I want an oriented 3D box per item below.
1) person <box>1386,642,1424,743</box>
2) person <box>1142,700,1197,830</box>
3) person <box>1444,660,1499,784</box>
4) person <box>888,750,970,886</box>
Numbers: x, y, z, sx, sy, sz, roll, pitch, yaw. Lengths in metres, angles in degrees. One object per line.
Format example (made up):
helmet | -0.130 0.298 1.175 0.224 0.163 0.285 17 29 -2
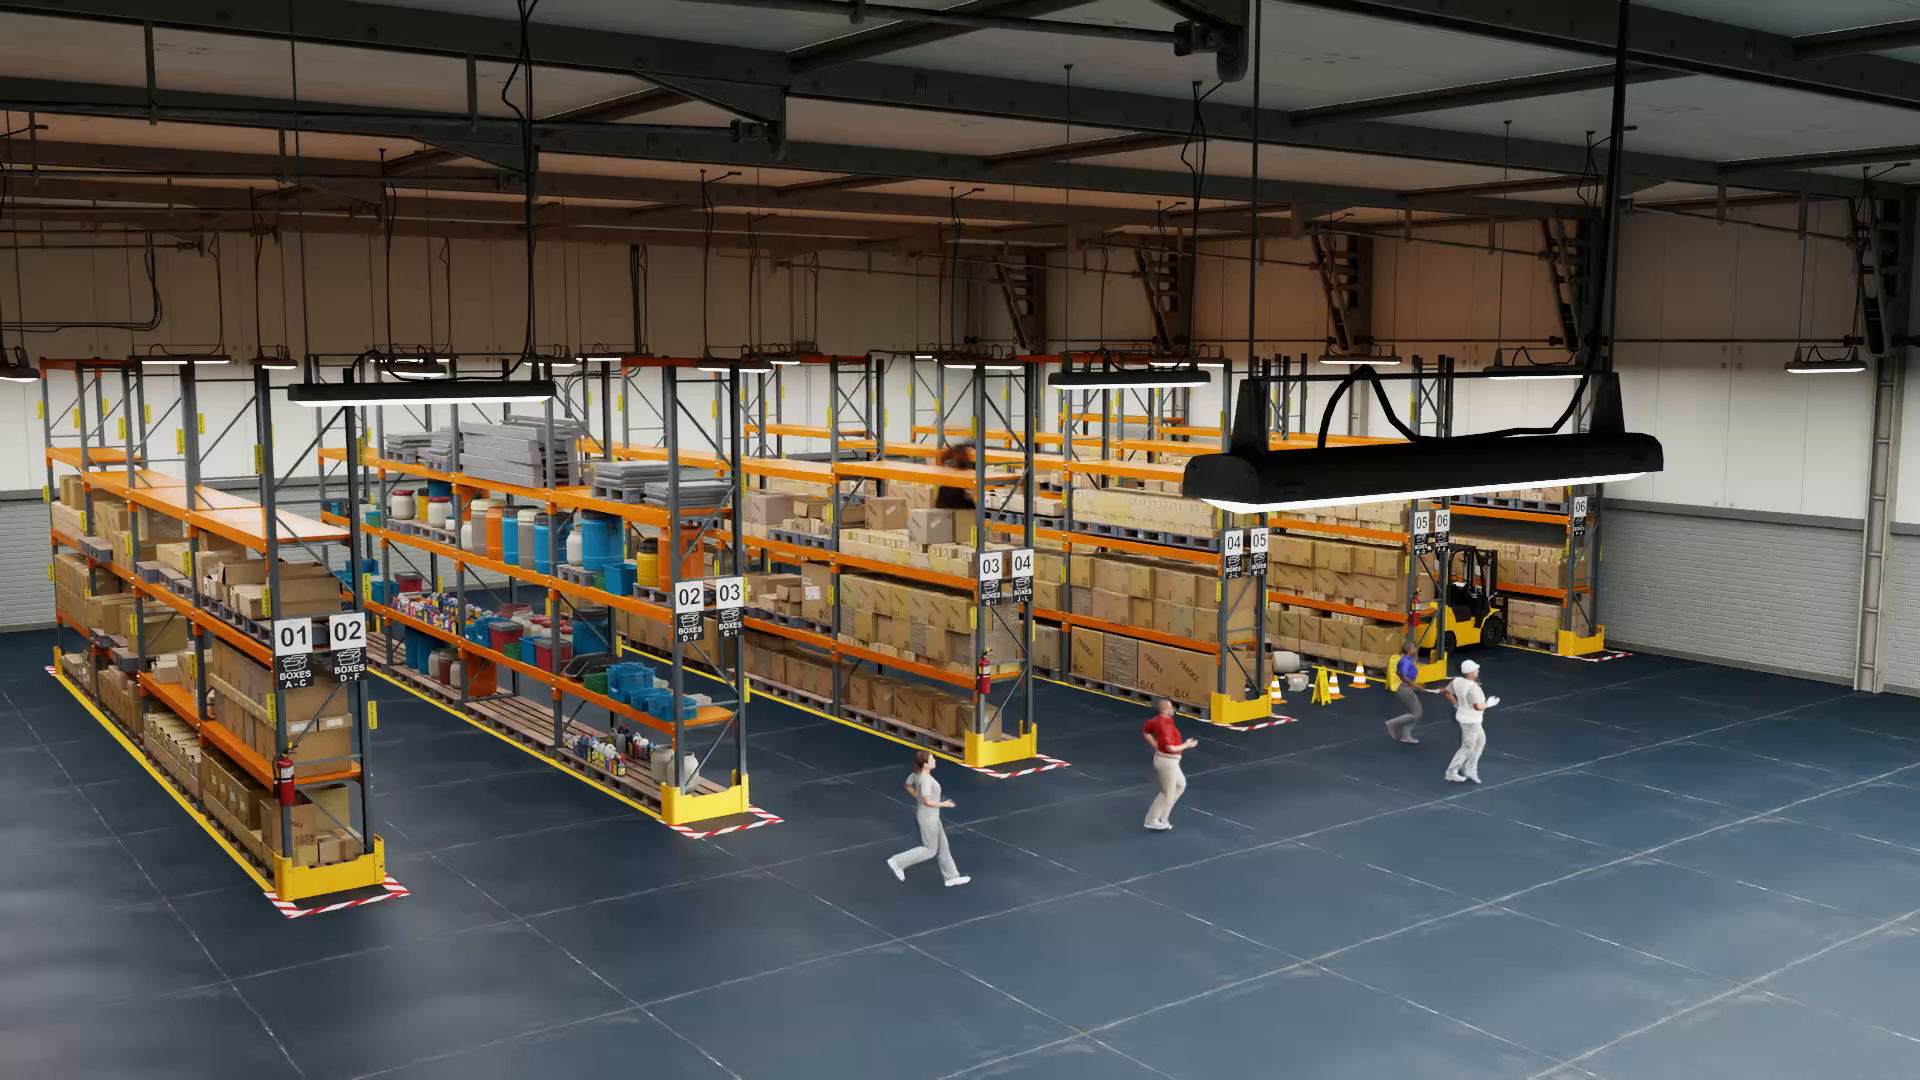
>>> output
person | 6.998 2.394 26.188 0.578 1.609 0.562 1 7 6
person | 2.717 2.920 21.493 0.664 1.754 0.643 -1 7 -5
person | 7.278 2.613 23.684 0.712 1.833 0.654 0 7 0
person | -0.364 3.215 19.196 0.981 1.634 0.584 -1 7 -12
